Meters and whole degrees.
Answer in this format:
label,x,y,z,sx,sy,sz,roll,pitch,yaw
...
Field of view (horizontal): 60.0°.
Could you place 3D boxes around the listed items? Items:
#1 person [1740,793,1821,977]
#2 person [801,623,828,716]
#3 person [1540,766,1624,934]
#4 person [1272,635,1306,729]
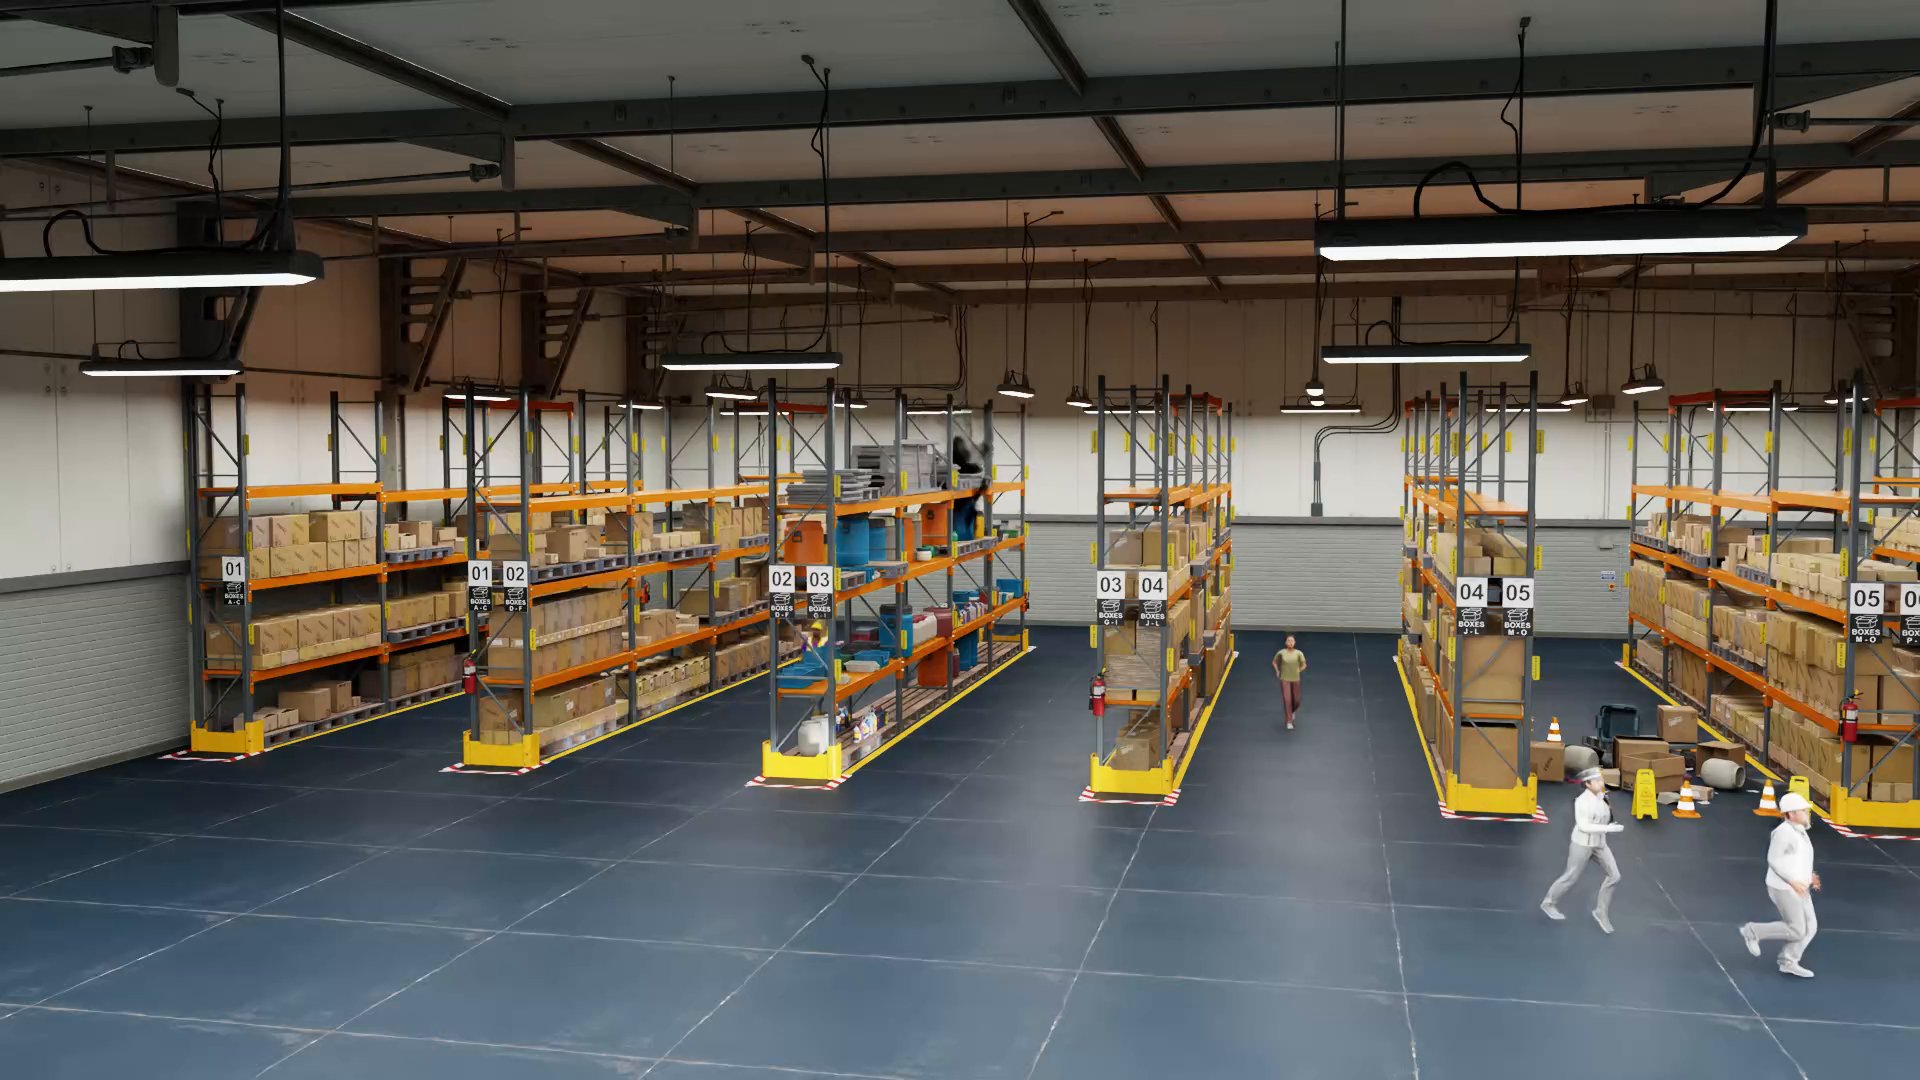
label,x,y,z,sx,sy,sz,roll,pitch,yaw
person,7.784,3.244,15.761,0.637,1.727,0.647,3,4,43
person,-2.651,2.385,30.730,0.699,1.718,0.605,1,3,12
person,6.488,3.174,17.208,0.622,1.729,0.866,-2,4,-37
person,5.844,2.597,29.501,0.589,1.432,0.802,0,3,5
